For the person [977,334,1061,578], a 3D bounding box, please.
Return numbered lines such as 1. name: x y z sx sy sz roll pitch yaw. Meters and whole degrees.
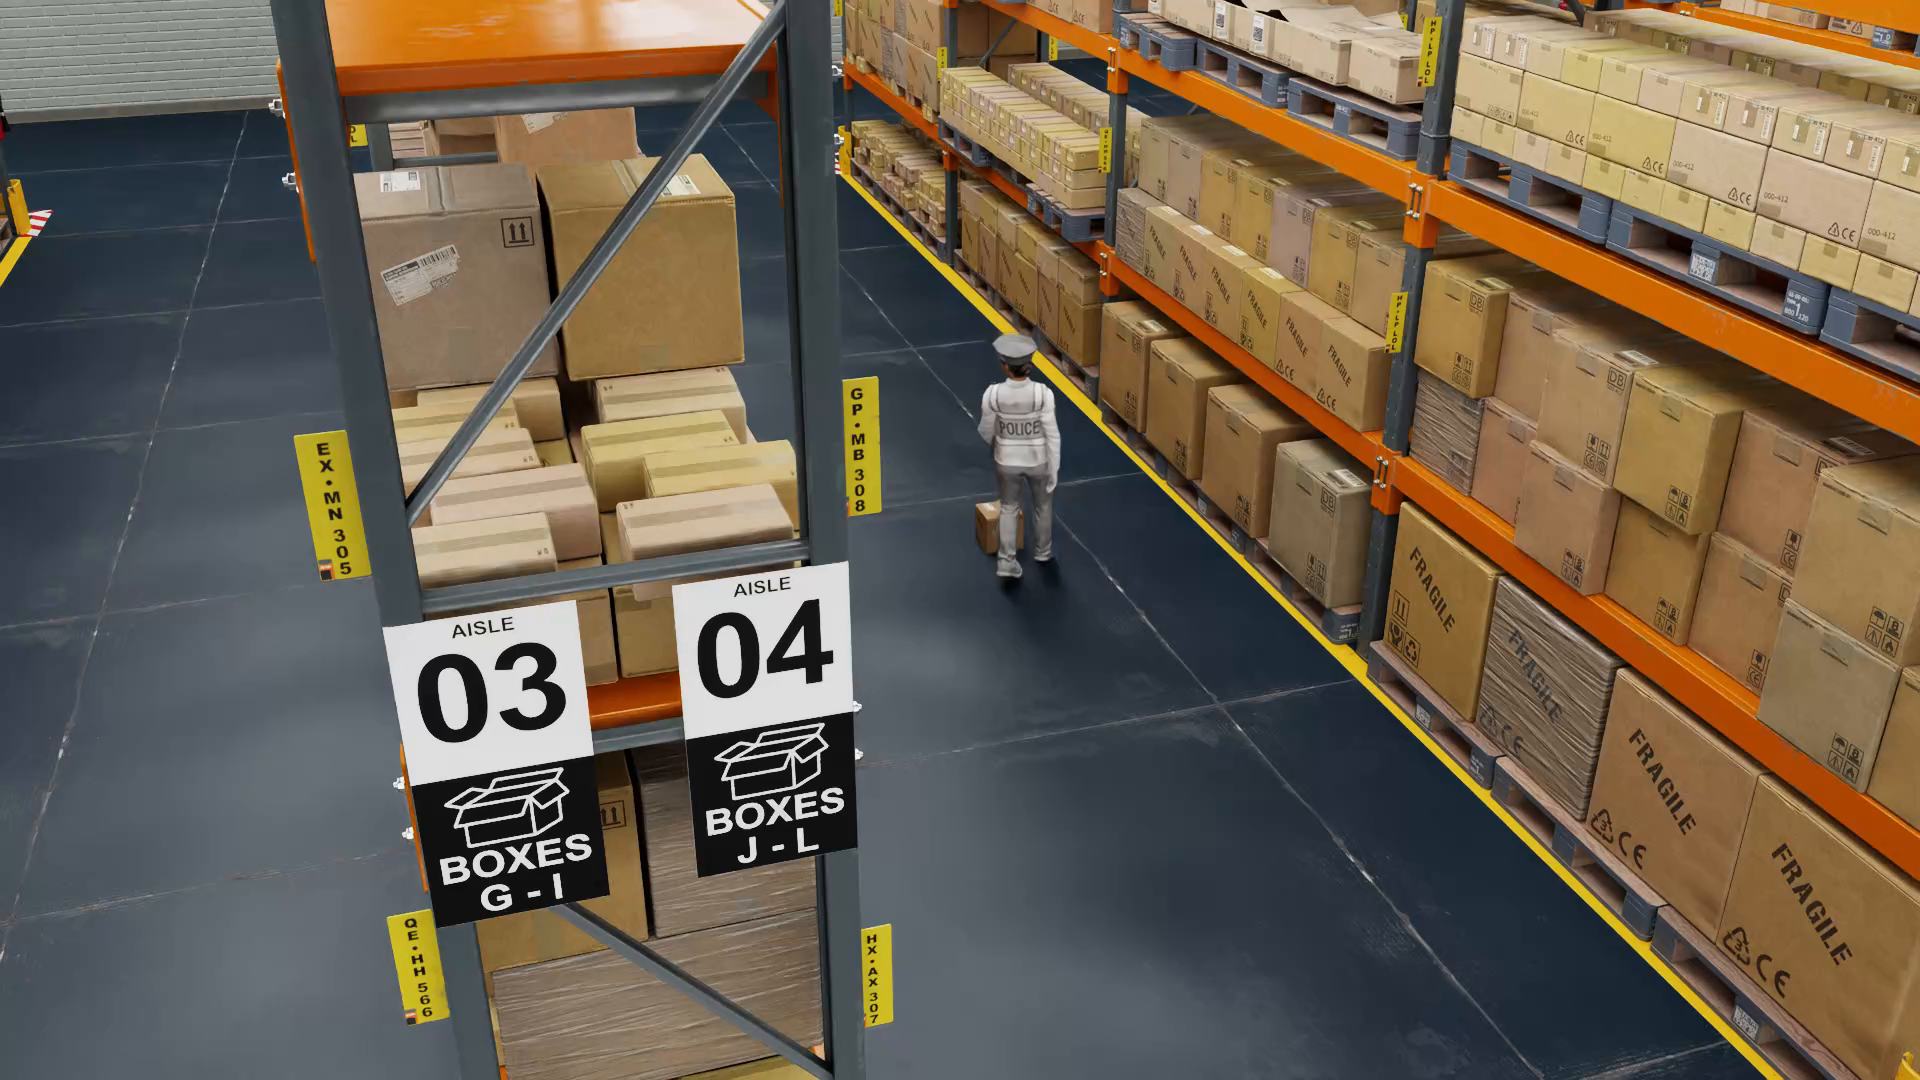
1. person: 0.373 -0.512 10.209 0.510 1.662 0.720 3 27 6
